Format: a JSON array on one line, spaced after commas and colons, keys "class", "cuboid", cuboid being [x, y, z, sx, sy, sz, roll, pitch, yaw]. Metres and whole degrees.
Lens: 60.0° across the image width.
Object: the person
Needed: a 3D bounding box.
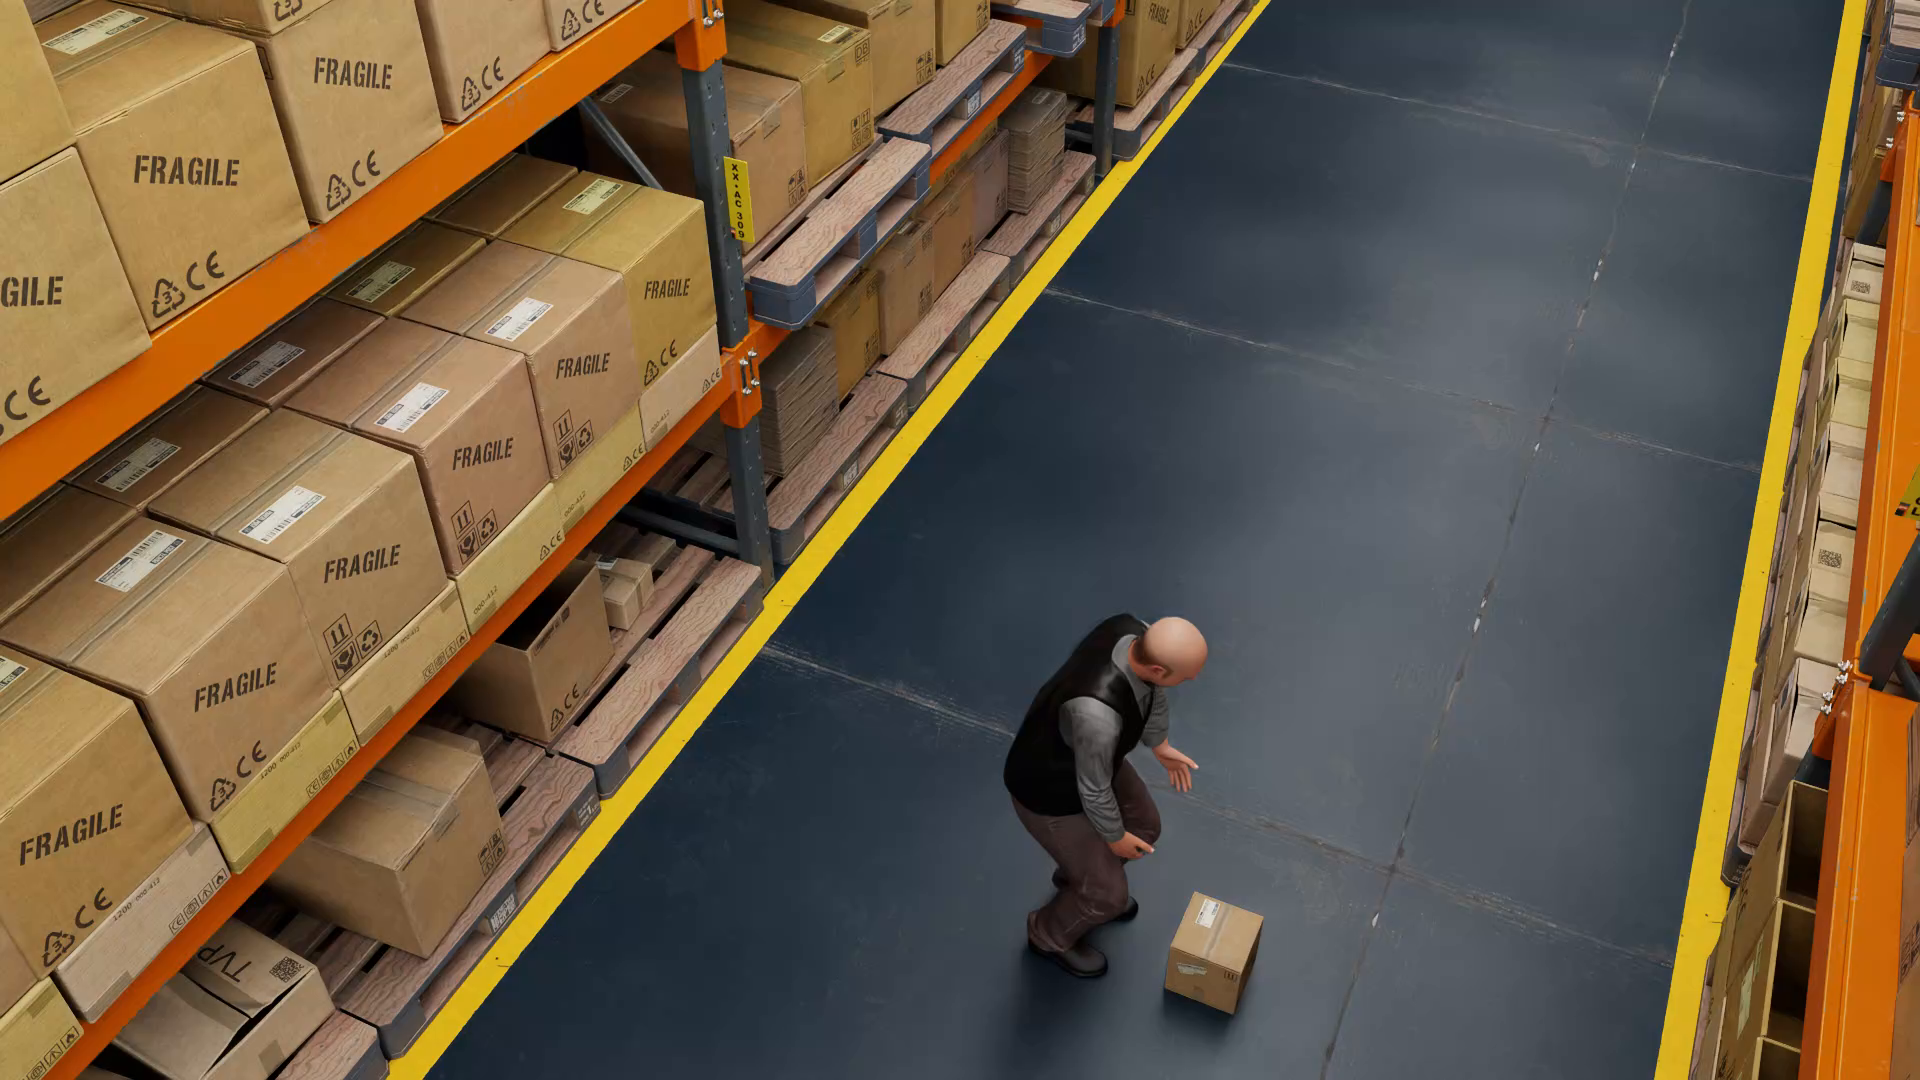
[{"class": "person", "cuboid": [0.493, 0.855, 5.484, 0.727, 1.375, 0.591, 17, 45, 19]}]
